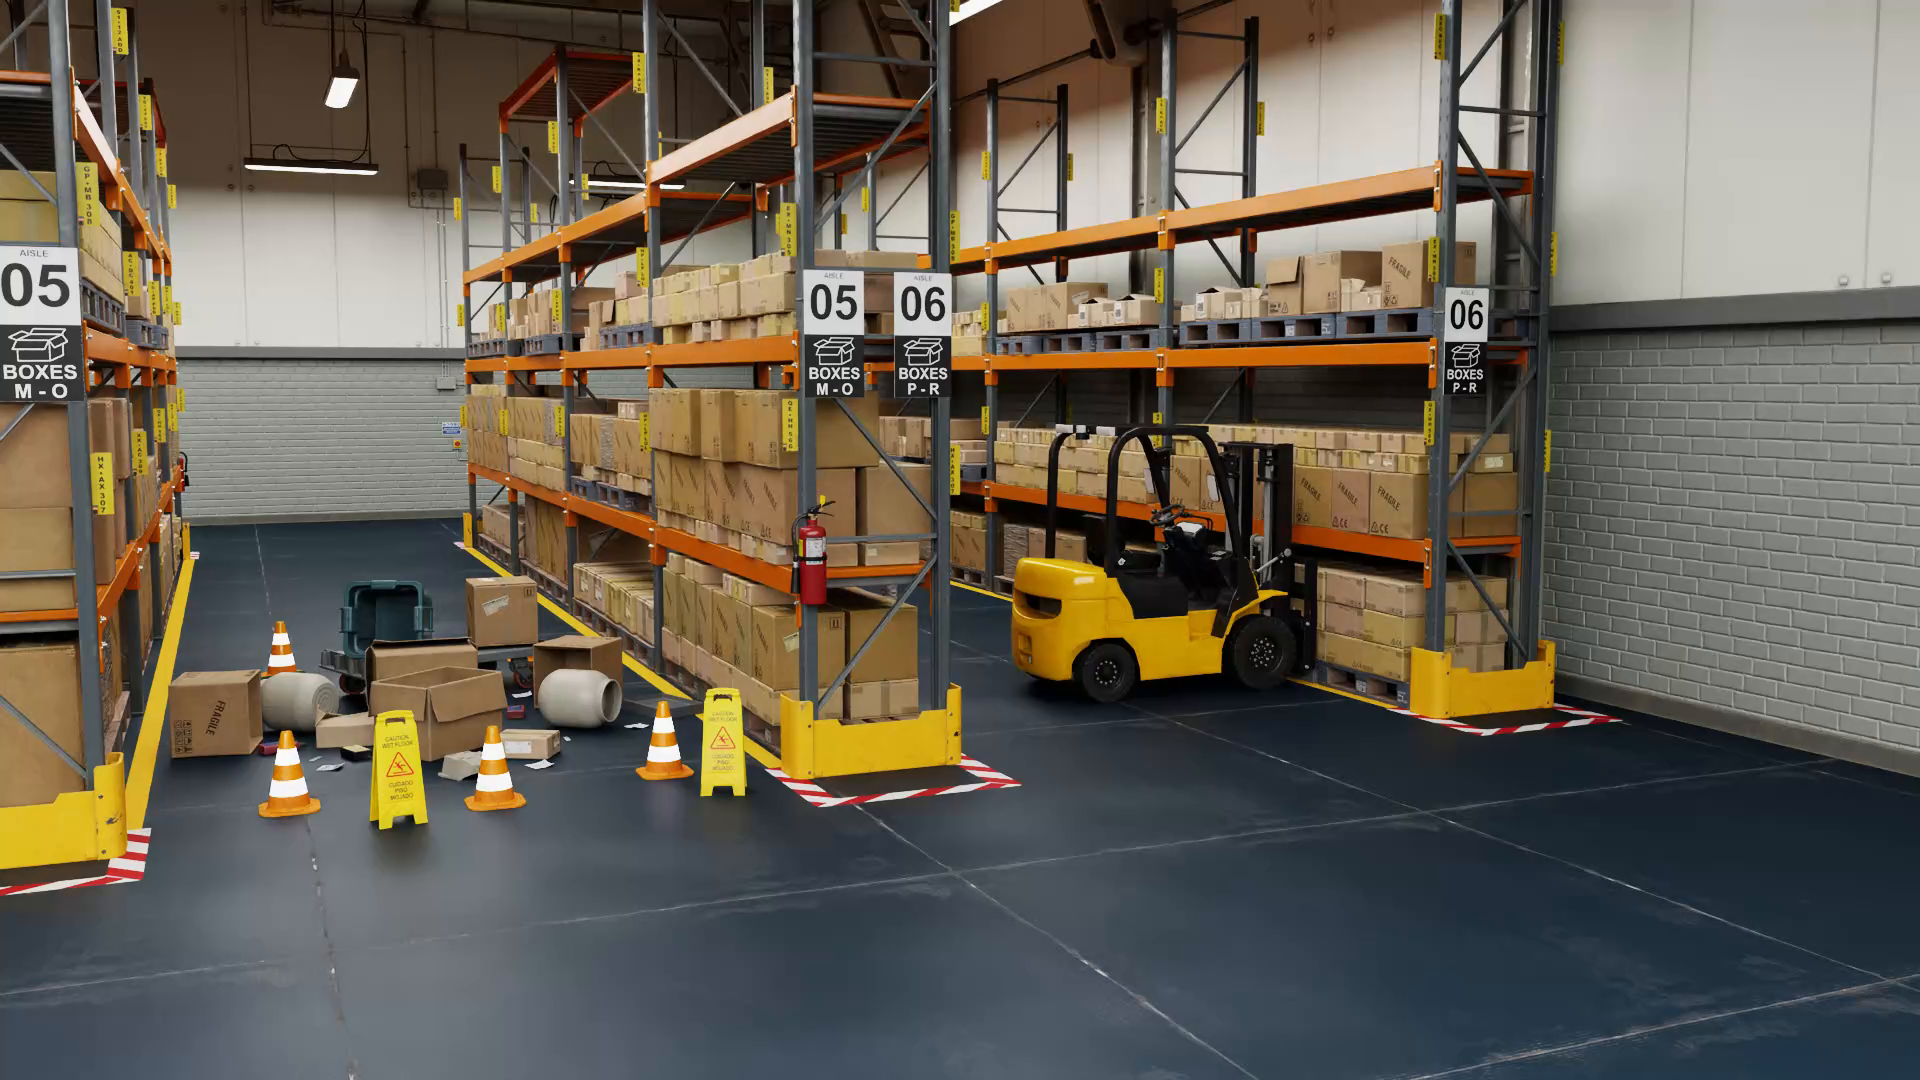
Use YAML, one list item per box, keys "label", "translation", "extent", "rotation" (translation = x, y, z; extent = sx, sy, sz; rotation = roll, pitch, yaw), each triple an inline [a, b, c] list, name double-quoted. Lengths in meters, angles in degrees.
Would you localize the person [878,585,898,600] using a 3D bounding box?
- label: "person"
  translation: [-0.865, -0.087, 18.675]
  extent: [0.396, 1.647, 0.488]
  rotation: [-2, 6, -22]
